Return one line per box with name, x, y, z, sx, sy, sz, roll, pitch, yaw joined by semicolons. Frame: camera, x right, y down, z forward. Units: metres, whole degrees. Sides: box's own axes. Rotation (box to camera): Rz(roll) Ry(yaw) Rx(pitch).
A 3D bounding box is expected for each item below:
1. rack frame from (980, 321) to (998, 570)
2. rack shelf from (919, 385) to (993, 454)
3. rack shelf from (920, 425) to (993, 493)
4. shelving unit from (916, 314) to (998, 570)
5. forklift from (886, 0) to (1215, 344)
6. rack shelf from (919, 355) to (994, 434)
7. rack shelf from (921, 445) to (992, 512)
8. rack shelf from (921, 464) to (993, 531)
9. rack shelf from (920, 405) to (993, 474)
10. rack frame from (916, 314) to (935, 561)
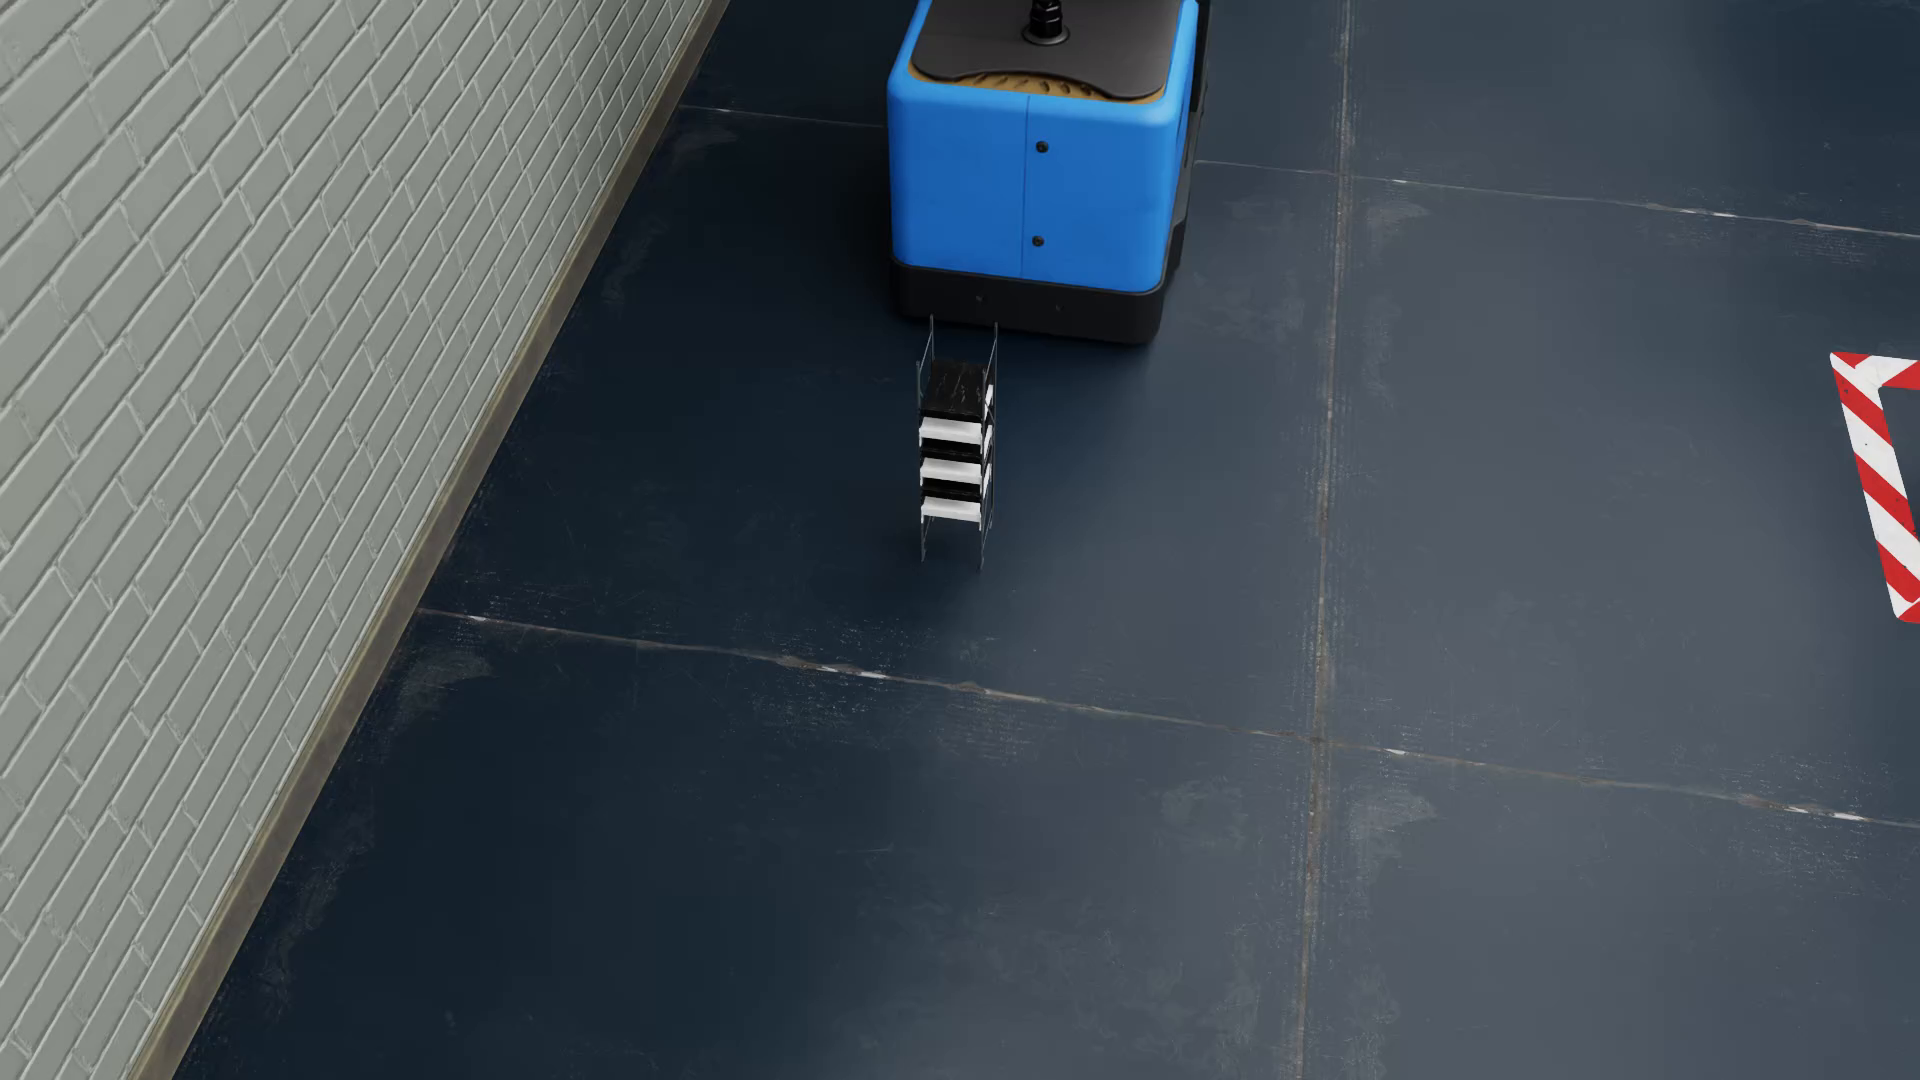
rack frame;0.092;-0.288;5.404;0.006;0.900;0.240;8;49;7
rack shelf;-0.008;-0.400;5.307;0.200;0.077;0.258;8;49;7
rack shelf;-0.008;-0.280;5.441;0.200;0.077;0.258;8;49;7
shelving unit;-0.008;-0.302;5.416;0.210;0.900;0.258;8;49;7
forklift;0.512;-2.843;6.334;1.130;2.935;3.031;8;49;7
rack shelf;-0.008;-0.460;5.240;0.200;0.077;0.258;8;49;7
rack shelf;-0.008;-0.219;5.508;0.200;0.077;0.258;8;49;7
rack shelf;-0.008;-0.159;5.575;0.200;0.077;0.258;8;49;7
rack shelf;-0.008;-0.340;5.374;0.200;0.077;0.258;8;49;7
rack frame;-0.108;-0.315;5.428;0.006;0.900;0.240;8;49;7
